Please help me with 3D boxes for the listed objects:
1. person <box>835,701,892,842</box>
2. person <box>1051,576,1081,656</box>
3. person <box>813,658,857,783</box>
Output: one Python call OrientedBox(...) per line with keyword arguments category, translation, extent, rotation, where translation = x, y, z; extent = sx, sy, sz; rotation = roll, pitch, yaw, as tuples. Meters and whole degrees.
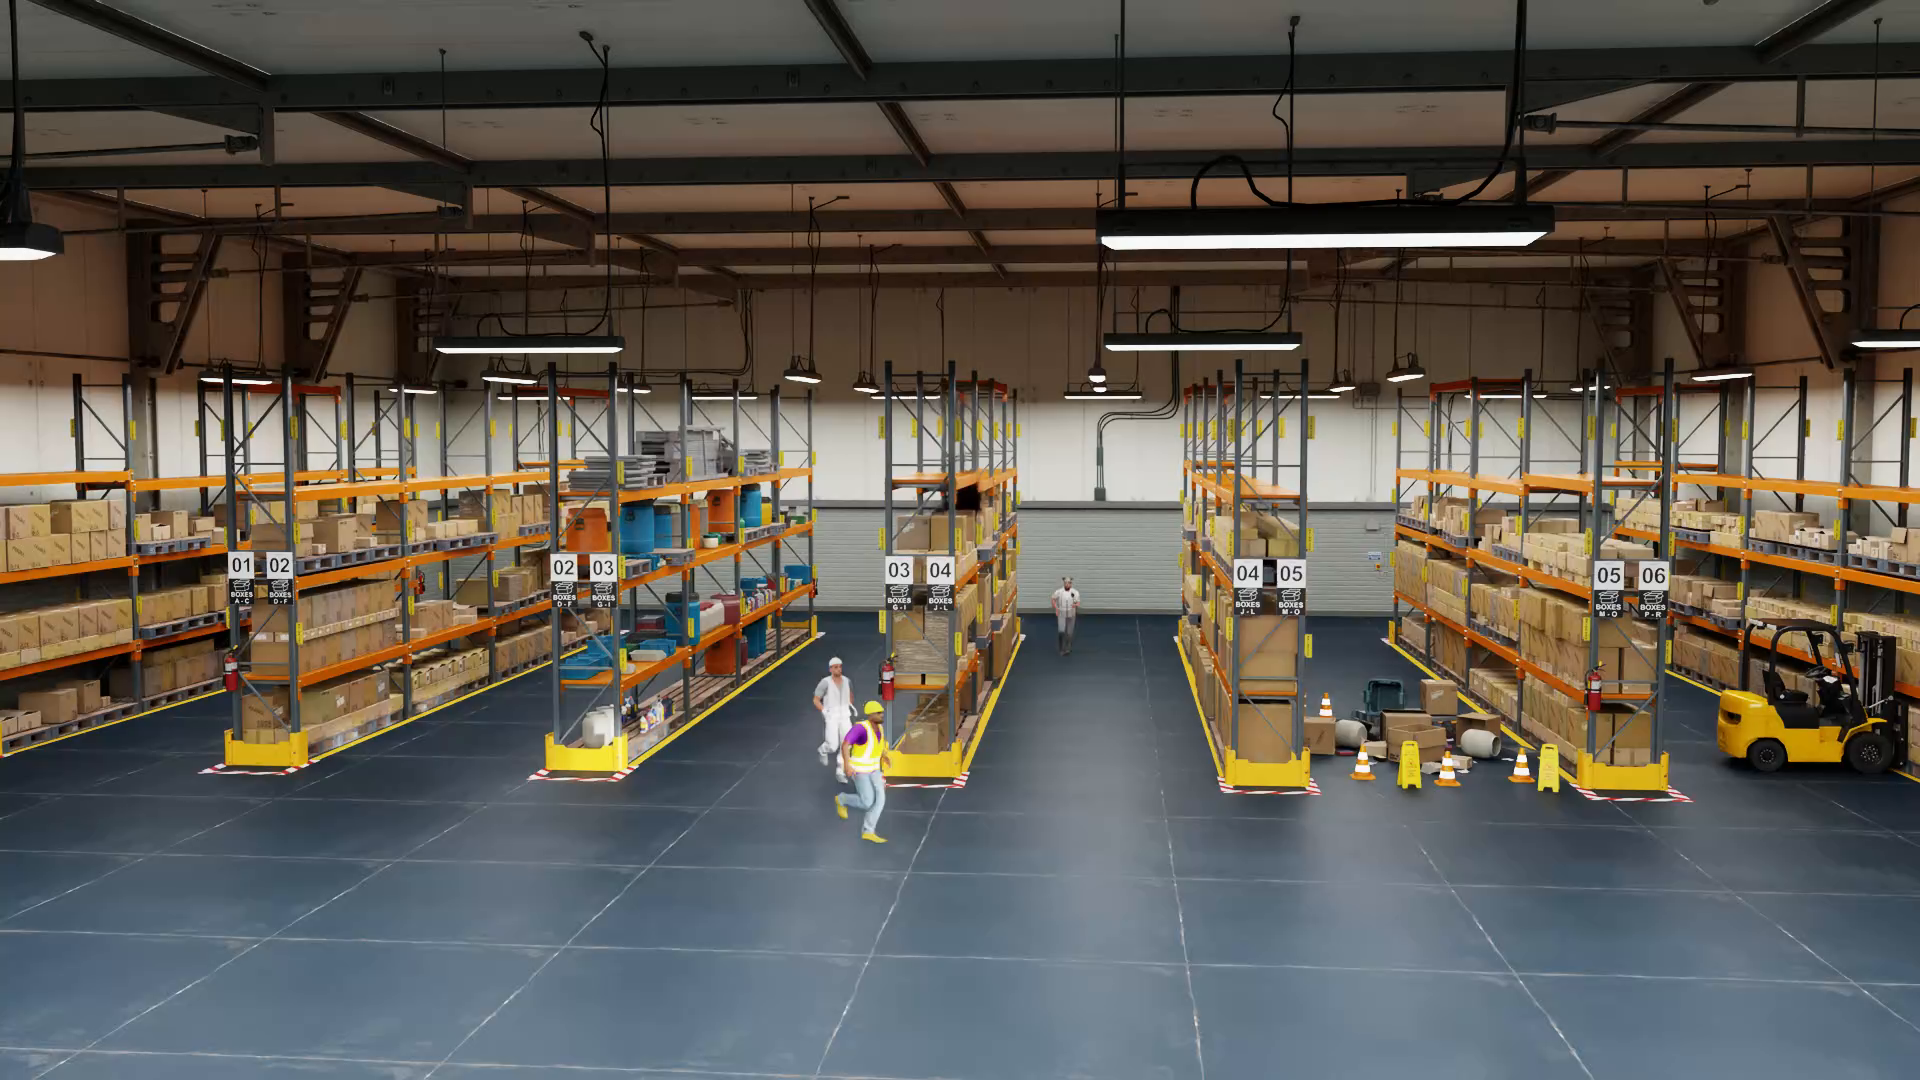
OrientedBox(category="person", translation=(-1.208, 2.824, 20.411), extent=(0.707, 1.724, 0.732), rotation=(3, 5, 34))
OrientedBox(category="person", translation=(2.368, 1.704, 36.973), extent=(0.633, 1.814, 0.735), rotation=(0, 4, -3))
OrientedBox(category="person", translation=(-1.791, 2.563, 23.900), extent=(0.662, 1.765, 0.795), rotation=(-2, 4, -28))
